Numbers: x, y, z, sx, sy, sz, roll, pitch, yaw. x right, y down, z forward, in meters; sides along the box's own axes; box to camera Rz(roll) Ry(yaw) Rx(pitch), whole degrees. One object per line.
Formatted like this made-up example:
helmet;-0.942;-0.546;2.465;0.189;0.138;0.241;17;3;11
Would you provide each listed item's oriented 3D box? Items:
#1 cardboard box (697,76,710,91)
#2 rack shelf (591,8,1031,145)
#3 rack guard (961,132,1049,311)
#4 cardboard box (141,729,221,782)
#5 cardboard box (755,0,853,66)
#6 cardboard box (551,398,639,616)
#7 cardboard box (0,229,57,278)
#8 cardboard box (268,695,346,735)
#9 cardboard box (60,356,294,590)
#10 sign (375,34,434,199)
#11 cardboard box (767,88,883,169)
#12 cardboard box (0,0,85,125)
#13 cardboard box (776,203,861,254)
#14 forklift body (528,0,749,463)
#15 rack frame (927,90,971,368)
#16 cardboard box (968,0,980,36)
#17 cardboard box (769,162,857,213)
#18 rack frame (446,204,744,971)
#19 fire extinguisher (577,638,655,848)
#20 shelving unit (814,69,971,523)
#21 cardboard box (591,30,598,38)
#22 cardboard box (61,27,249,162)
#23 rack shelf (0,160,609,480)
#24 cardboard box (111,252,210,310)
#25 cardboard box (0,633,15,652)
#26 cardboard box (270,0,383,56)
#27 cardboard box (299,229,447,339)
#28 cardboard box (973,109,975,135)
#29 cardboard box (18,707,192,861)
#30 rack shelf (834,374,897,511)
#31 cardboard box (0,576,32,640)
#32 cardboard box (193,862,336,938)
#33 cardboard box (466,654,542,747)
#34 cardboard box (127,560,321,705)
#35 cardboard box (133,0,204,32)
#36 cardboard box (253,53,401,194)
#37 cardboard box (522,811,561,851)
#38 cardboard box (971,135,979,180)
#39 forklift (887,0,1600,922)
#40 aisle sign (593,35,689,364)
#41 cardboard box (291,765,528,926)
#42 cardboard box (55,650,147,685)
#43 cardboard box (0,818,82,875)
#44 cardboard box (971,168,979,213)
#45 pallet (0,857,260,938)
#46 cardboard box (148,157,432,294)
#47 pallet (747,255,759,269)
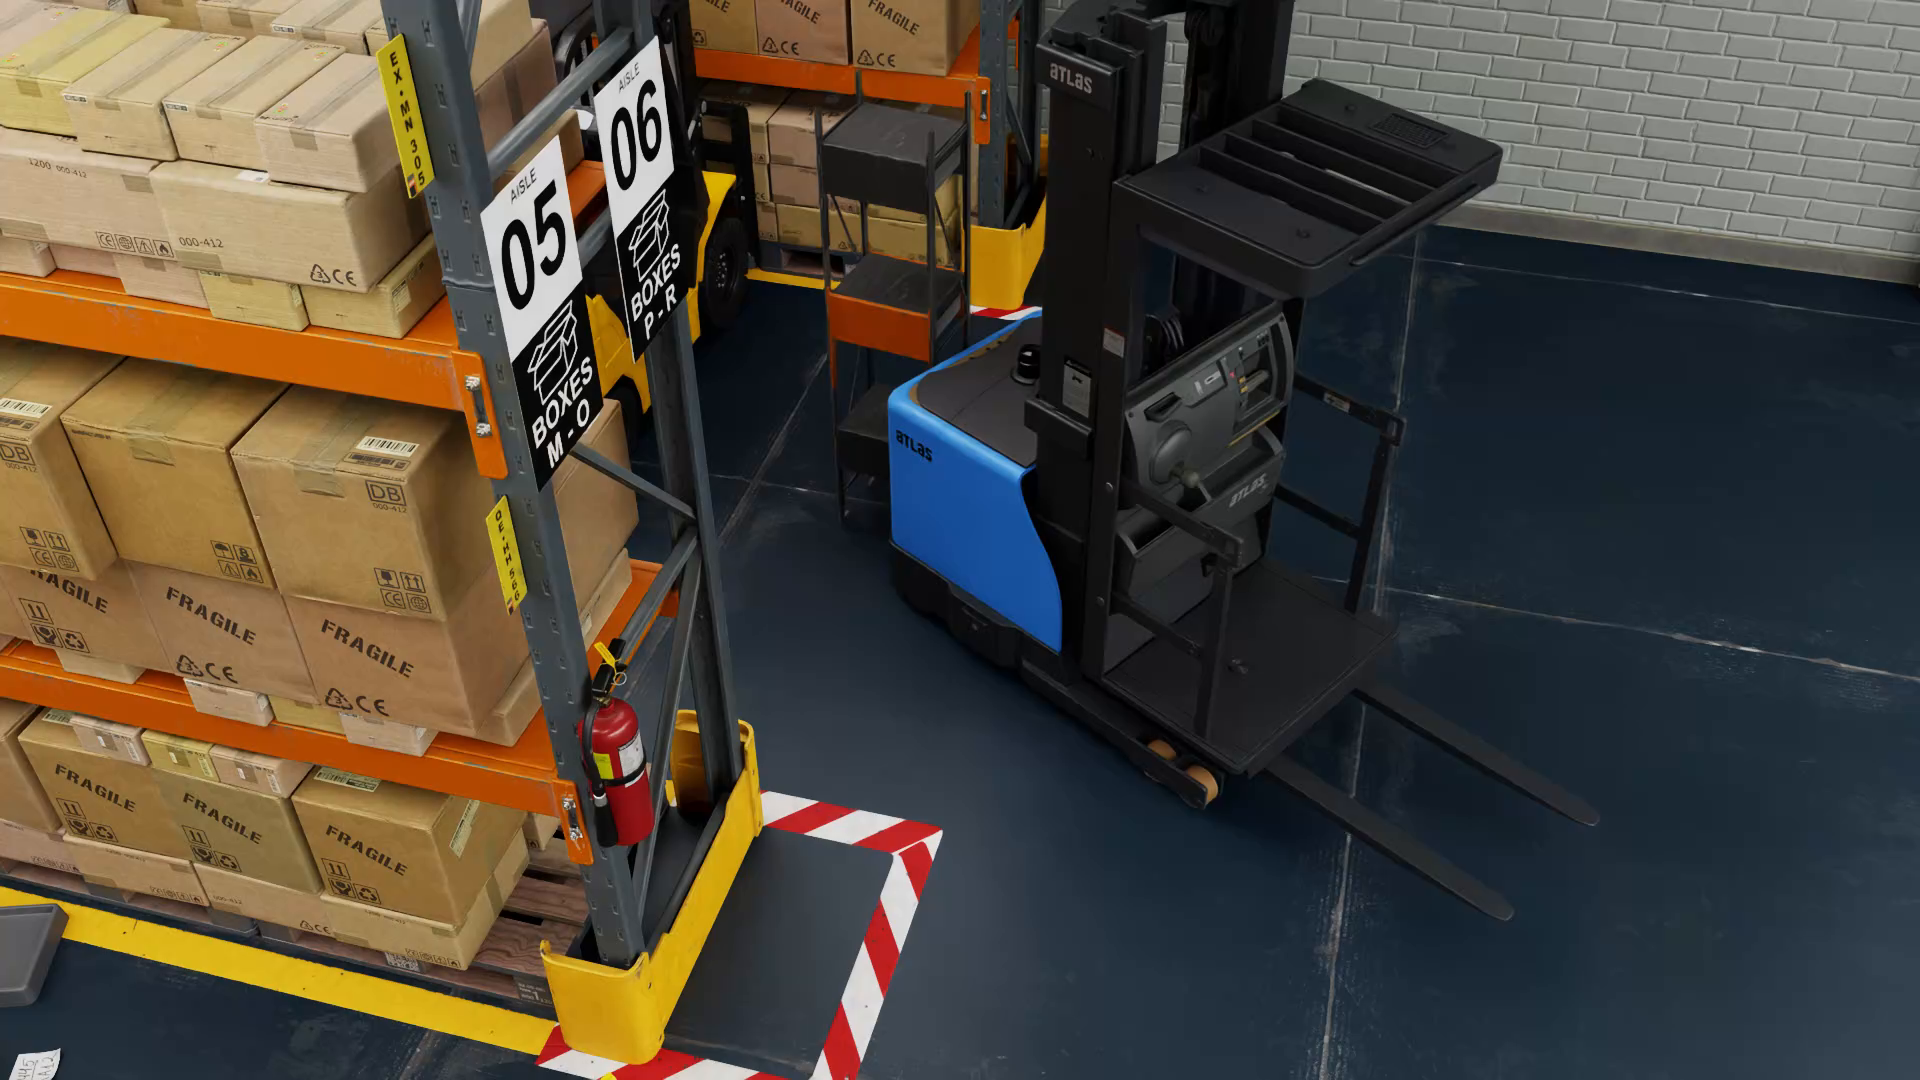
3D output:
cardboard box;-1.711;-2.440;9.382;0.500;0.250;0.500;9;41;11
rack shelf;-1.646;-2.876;9.426;4.000;0.370;1.077;10;41;11
rack guard;0.310;-1.858;9.598;0.348;0.500;1.175;10;41;11
cardboard box;-2.448;0.588;5.466;0.250;0.149;0.380;10;41;12
cardboard box;-0.756;-2.868;8.779;0.500;0.500;0.500;11;41;13
cardboard box;-1.379;-0.138;5.297;0.500;0.500;0.500;9;41;11
cardboard box;-2.387;-0.854;4.322;0.250;0.149;0.380;9;41;11
cardboard box;-1.925;0.403;5.157;0.250;0.149;0.380;9;41;11
cardboard box;-2.030;-0.308;4.722;0.500;0.500;0.700;10;41;12
sign;-1.156;-0.881;3.470;0.005;0.325;0.100;10;41;11
cardboard box;-0.734;-2.274;9.183;0.500;0.250;0.500;10;41;12
cardboard box;-2.353;-1.182;4.093;0.250;0.149;0.380;10;41;11
cardboard box;-0.727;-1.897;9.513;0.500;0.250;0.500;10;41;11
forklift body;-2.017;-1.676;8.097;1.214;2.155;2.313;10;41;11
rack frame;-0.040;-0.879;7.189;0.015;2.100;0.400;15;42;18
cardboard box;-0.120;-3.112;9.070;0.500;0.500;0.500;11;41;13
cardboard box;-0.746;-2.095;9.359;0.500;0.250;0.500;9;41;11
rack frame;-0.993;0.266;5.126;0.127;3.000;1.000;10;41;11
fire extinguisher;-1.002;0.600;4.787;0.183;0.674;0.296;10;41;11
shelving unit;-0.264;-0.941;7.263;0.503;2.100;0.431;15;42;18
cardboard box;-1.739;-3.030;8.972;0.500;0.500;0.500;10;41;12
cardboard box;-1.887;-1.063;3.951;0.250;0.149;0.380;9;41;11
rack shelf;-2.925;-0.940;4.789;4.000;0.370;1.077;10;41;11
cardboard box;-1.907;-0.759;4.209;0.250;0.149;0.380;11;41;13
cardboard box;-3.152;0.191;5.410;0.250;0.149;0.380;10;41;11
cardboard box;-1.531;-1.310;4.245;0.250;0.149;0.380;10;41;11
cardboard box;-1.410;-0.672;4.106;0.250;0.149;0.380;10;41;12
cardboard box;-0.129;-2.507;9.461;0.500;0.250;0.500;9;41;11
cardboard box;-2.825;0.726;5.806;0.500;0.500;0.500;9;41;10
rack shelf;-0.264;-0.395;7.722;0.480;0.518;0.431;15;42;18
cardboard box;-3.038;-0.073;5.220;0.500;0.500;0.500;10;41;12
cardboard box;-2.342;1.099;5.945;0.500;0.250;0.500;10;41;12
cardboard box;-1.410;0.432;5.123;0.250;0.149;0.380;11;41;13
cardboard box;-2.071;0.108;5.004;0.500;0.500;0.500;10;41;12
cardboard box;-1.980;-1.478;4.445;0.250;0.149;0.380;10;41;11
cardboard box;-1.396;-0.965;3.834;0.250;0.149;0.380;10;41;12
cardboard box;-1.701;0.852;6.240;0.500;0.250;0.500;9;41;11
cardboard box;-0.114;-2.325;9.634;0.500;0.250;0.500;10;41;12
forklift;1.082;-0.453;6.035;3.031;2.935;1.130;33;50;33
aisle sign;-0.853;-0.912;4.507;0.004;0.787;0.394;10;41;11
cardboard box;-1.834;0.899;5.600;0.500;0.500;0.500;10;41;12
cardboard box;-2.663;0.263;5.324;0.250;0.149;0.380;9;41;11
cardboard box;-3.325;0.927;6.150;0.500;0.250;0.500;9;41;11
cardboard box;-0.137;-2.130;9.790;0.500;0.250;0.500;10;41;12
pallet;-3.017;0.960;6.468;1.213;0.211;1.003;10;41;11
cardboard box;-1.557;-0.857;4.016;0.500;0.250;0.500;9;41;11
pallet;-1.638;-2.056;10.059;1.213;0.211;1.003;10;41;11
